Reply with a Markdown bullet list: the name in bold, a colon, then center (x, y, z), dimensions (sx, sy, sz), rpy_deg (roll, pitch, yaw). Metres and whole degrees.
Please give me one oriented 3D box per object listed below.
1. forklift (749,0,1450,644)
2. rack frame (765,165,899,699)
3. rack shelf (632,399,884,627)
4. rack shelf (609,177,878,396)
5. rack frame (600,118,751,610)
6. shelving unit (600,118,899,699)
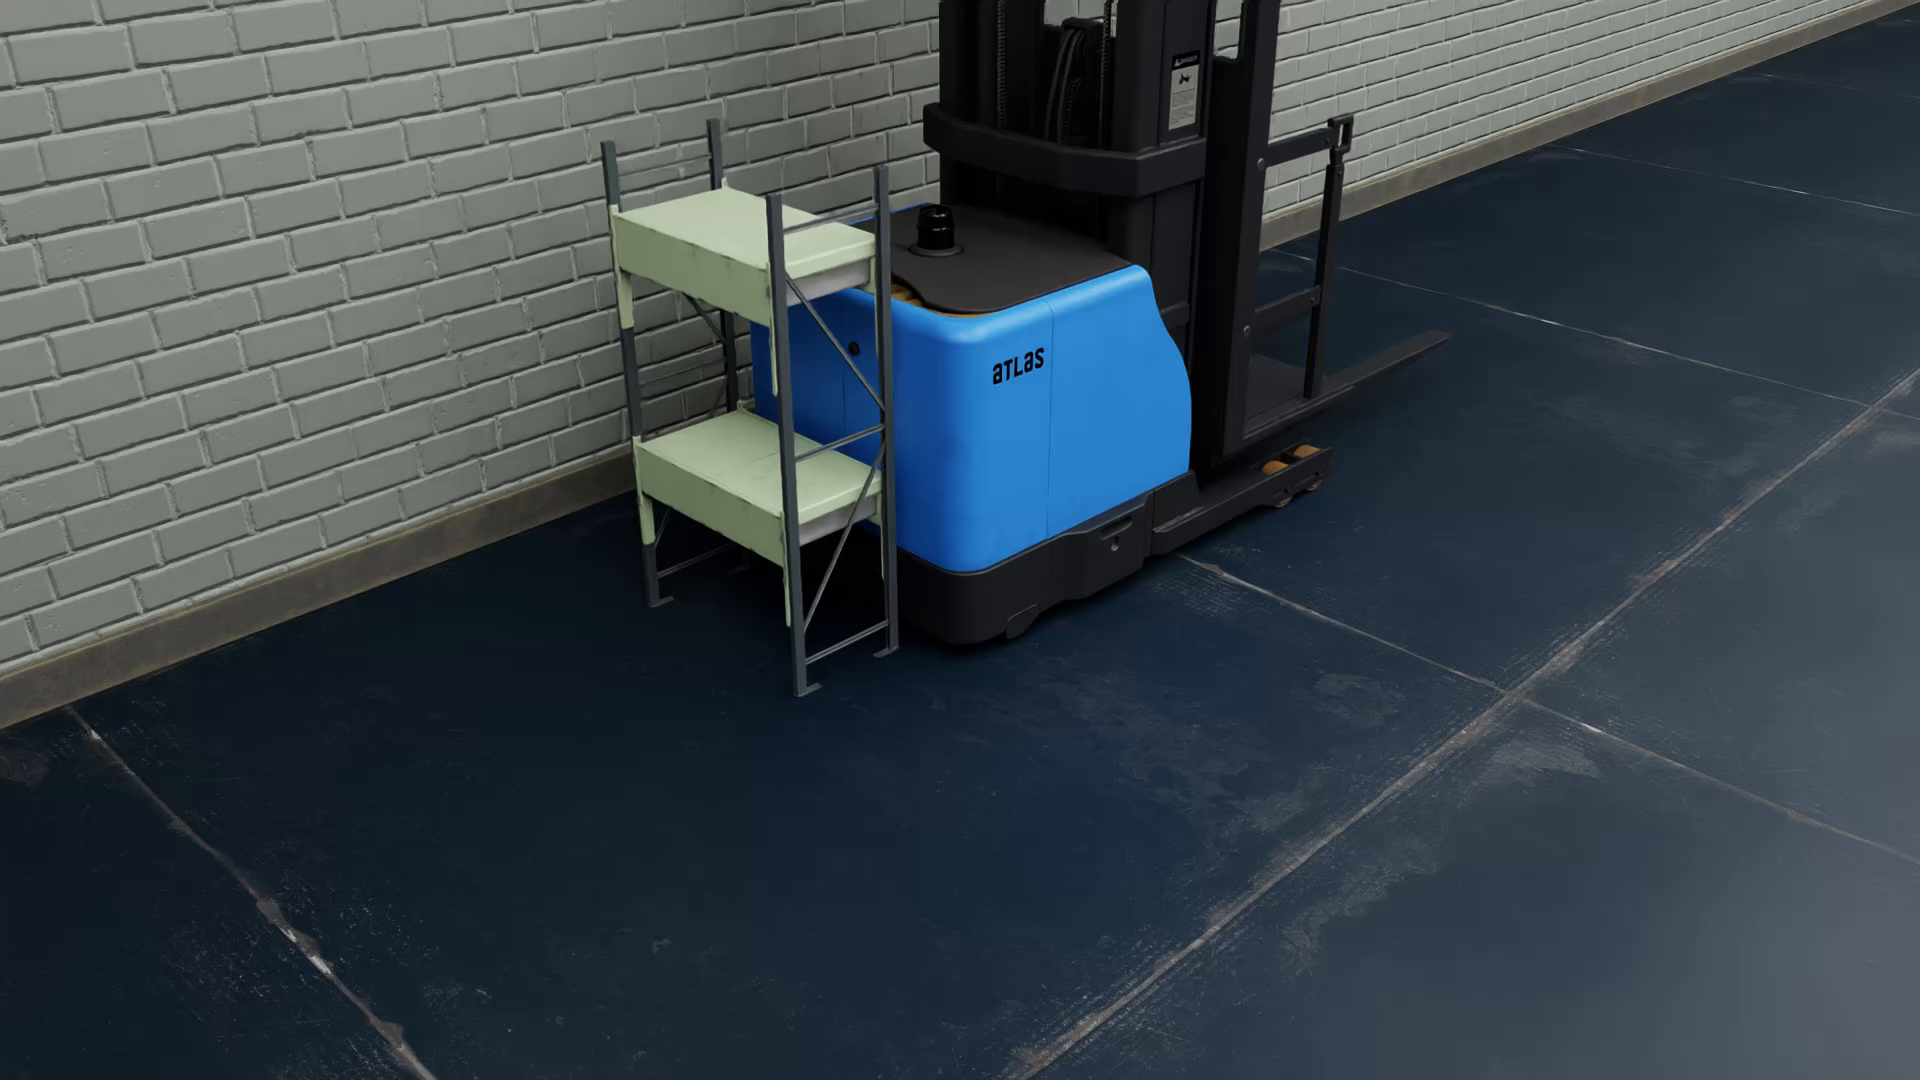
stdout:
- **forklift**: center (0.722, -1.567, 5.581), dimensions (3.031, 2.935, 1.130), rpy_deg (-25, 36, -38)
- **rack frame**: center (-0.339, -0.267, 4.645), dimensions (0.400, 1.500, 0.023), rpy_deg (-25, 37, -38)
- **rack shelf**: center (-0.596, -0.100, 5.028), dimensions (0.431, 0.370, 0.720), rpy_deg (-25, 37, -38)
- **rack shelf**: center (-0.596, -0.733, 4.694), dimensions (0.431, 0.370, 0.720), rpy_deg (-25, 37, -38)
- **rack frame**: center (-0.853, -0.509, 5.106), dimensions (0.400, 1.500, 0.023), rpy_deg (-25, 37, -38)
- **shelving unit**: center (-0.596, -0.388, 4.876), dimensions (0.431, 1.500, 0.755), rpy_deg (-25, 37, -38)
